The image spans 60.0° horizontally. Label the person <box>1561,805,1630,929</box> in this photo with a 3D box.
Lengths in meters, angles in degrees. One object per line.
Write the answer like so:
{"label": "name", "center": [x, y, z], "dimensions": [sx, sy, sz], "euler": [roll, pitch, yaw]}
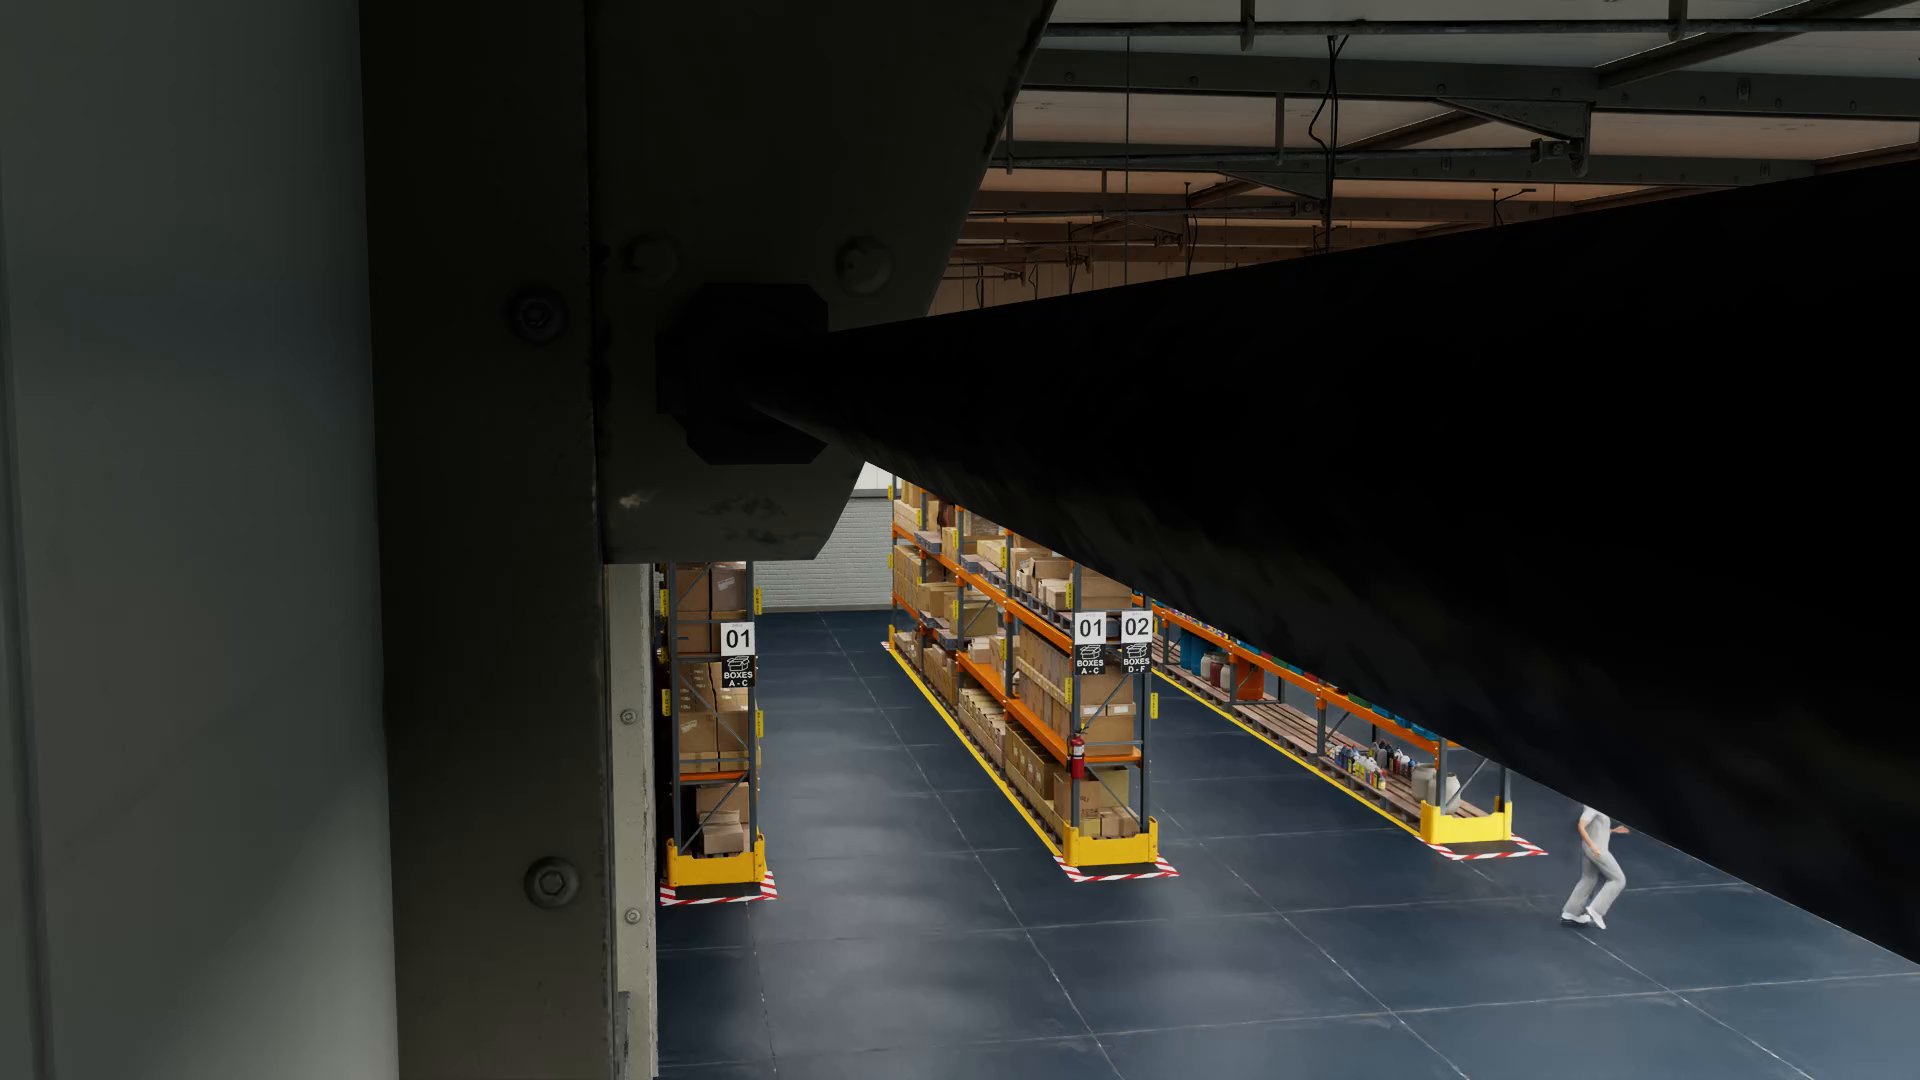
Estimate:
{"label": "person", "center": [7.102, 3.498, 18.546], "dimensions": [0.685, 1.671, 0.535], "euler": [1, 6, 9]}

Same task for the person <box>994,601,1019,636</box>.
{"label": "person", "center": [0.947, 1.554, 36.313], "dimensions": [0.717, 1.778, 0.897], "euler": [-3, 7, -29]}
